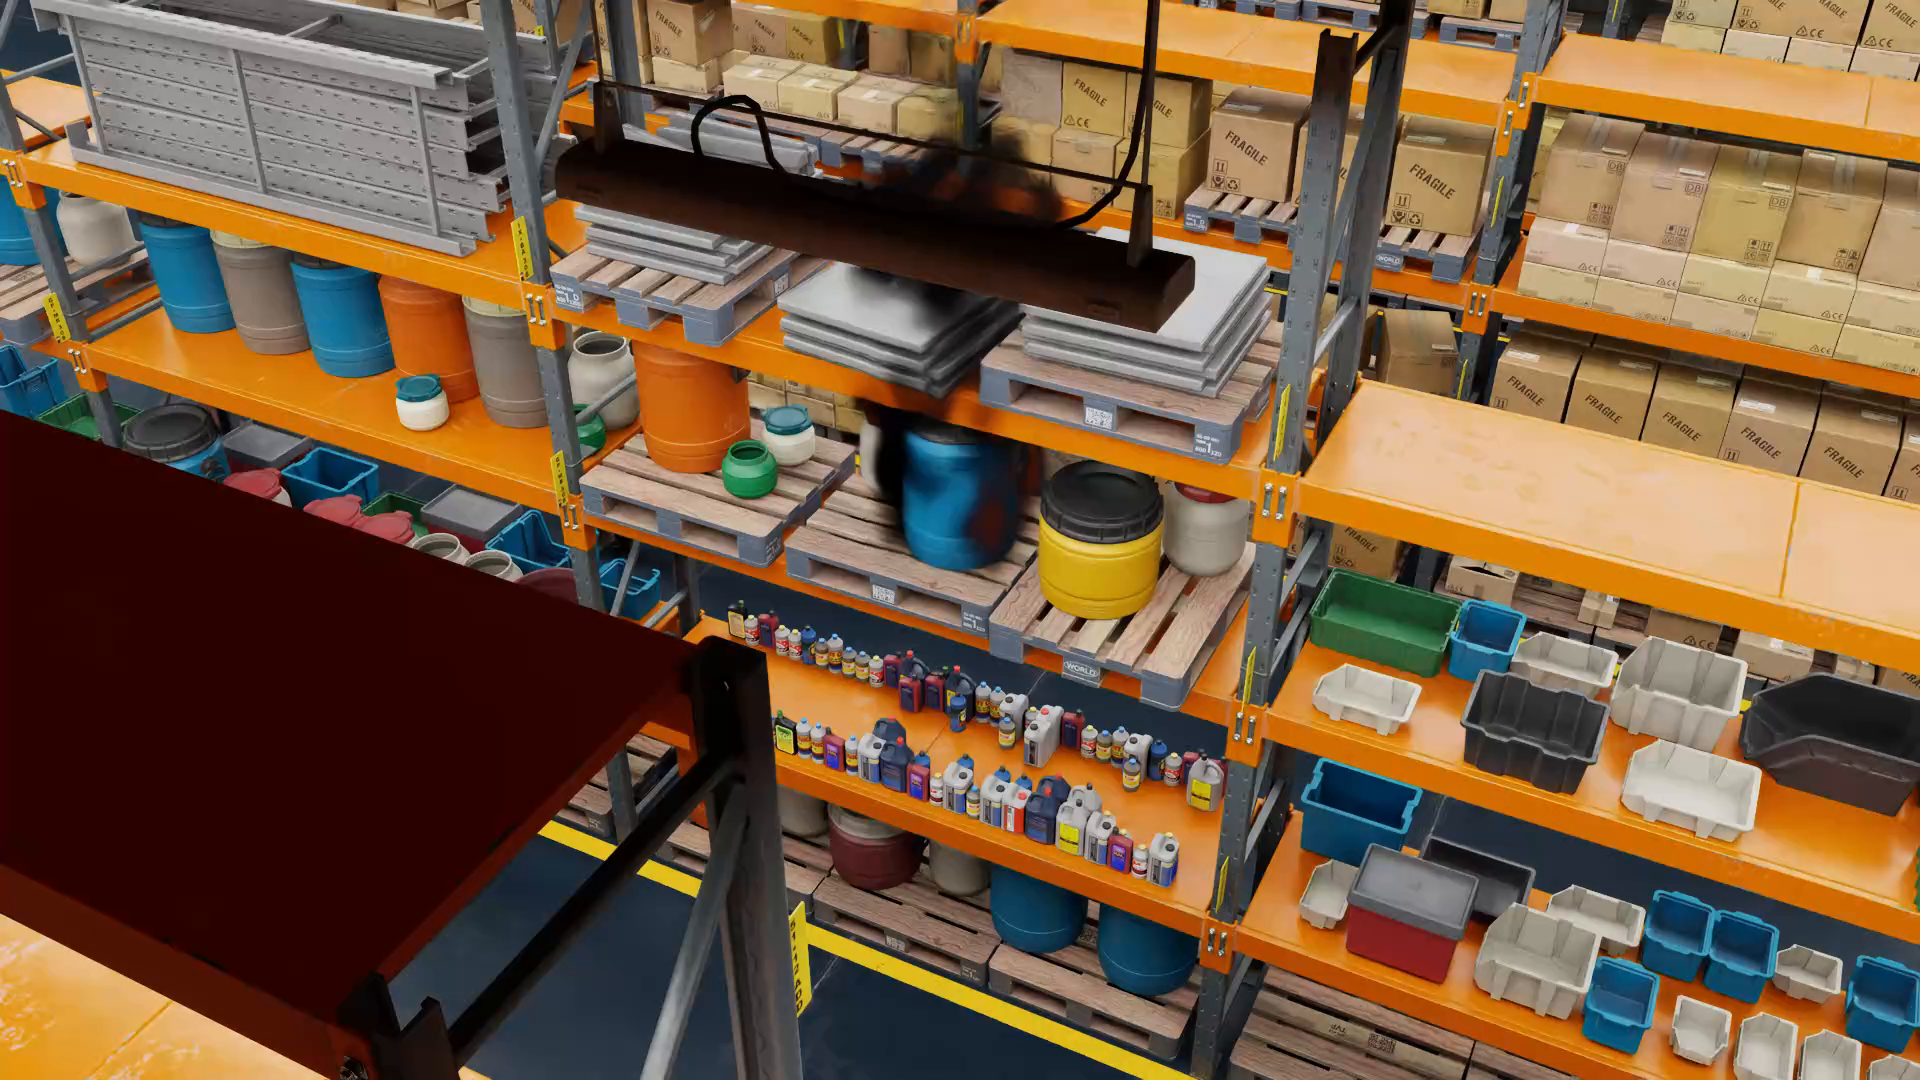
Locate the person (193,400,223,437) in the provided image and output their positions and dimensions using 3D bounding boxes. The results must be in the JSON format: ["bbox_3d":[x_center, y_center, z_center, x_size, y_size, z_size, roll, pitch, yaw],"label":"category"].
[{"bbox_3d":[-6.511,-1.376,14.336,0.964,1.659,0.573,10,36,14],"label":"person"}]

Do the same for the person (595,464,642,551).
[{"bbox_3d":[-2.968,-0.662,13.291,0.721,1.786,0.692,11,37,16],"label":"person"}]
